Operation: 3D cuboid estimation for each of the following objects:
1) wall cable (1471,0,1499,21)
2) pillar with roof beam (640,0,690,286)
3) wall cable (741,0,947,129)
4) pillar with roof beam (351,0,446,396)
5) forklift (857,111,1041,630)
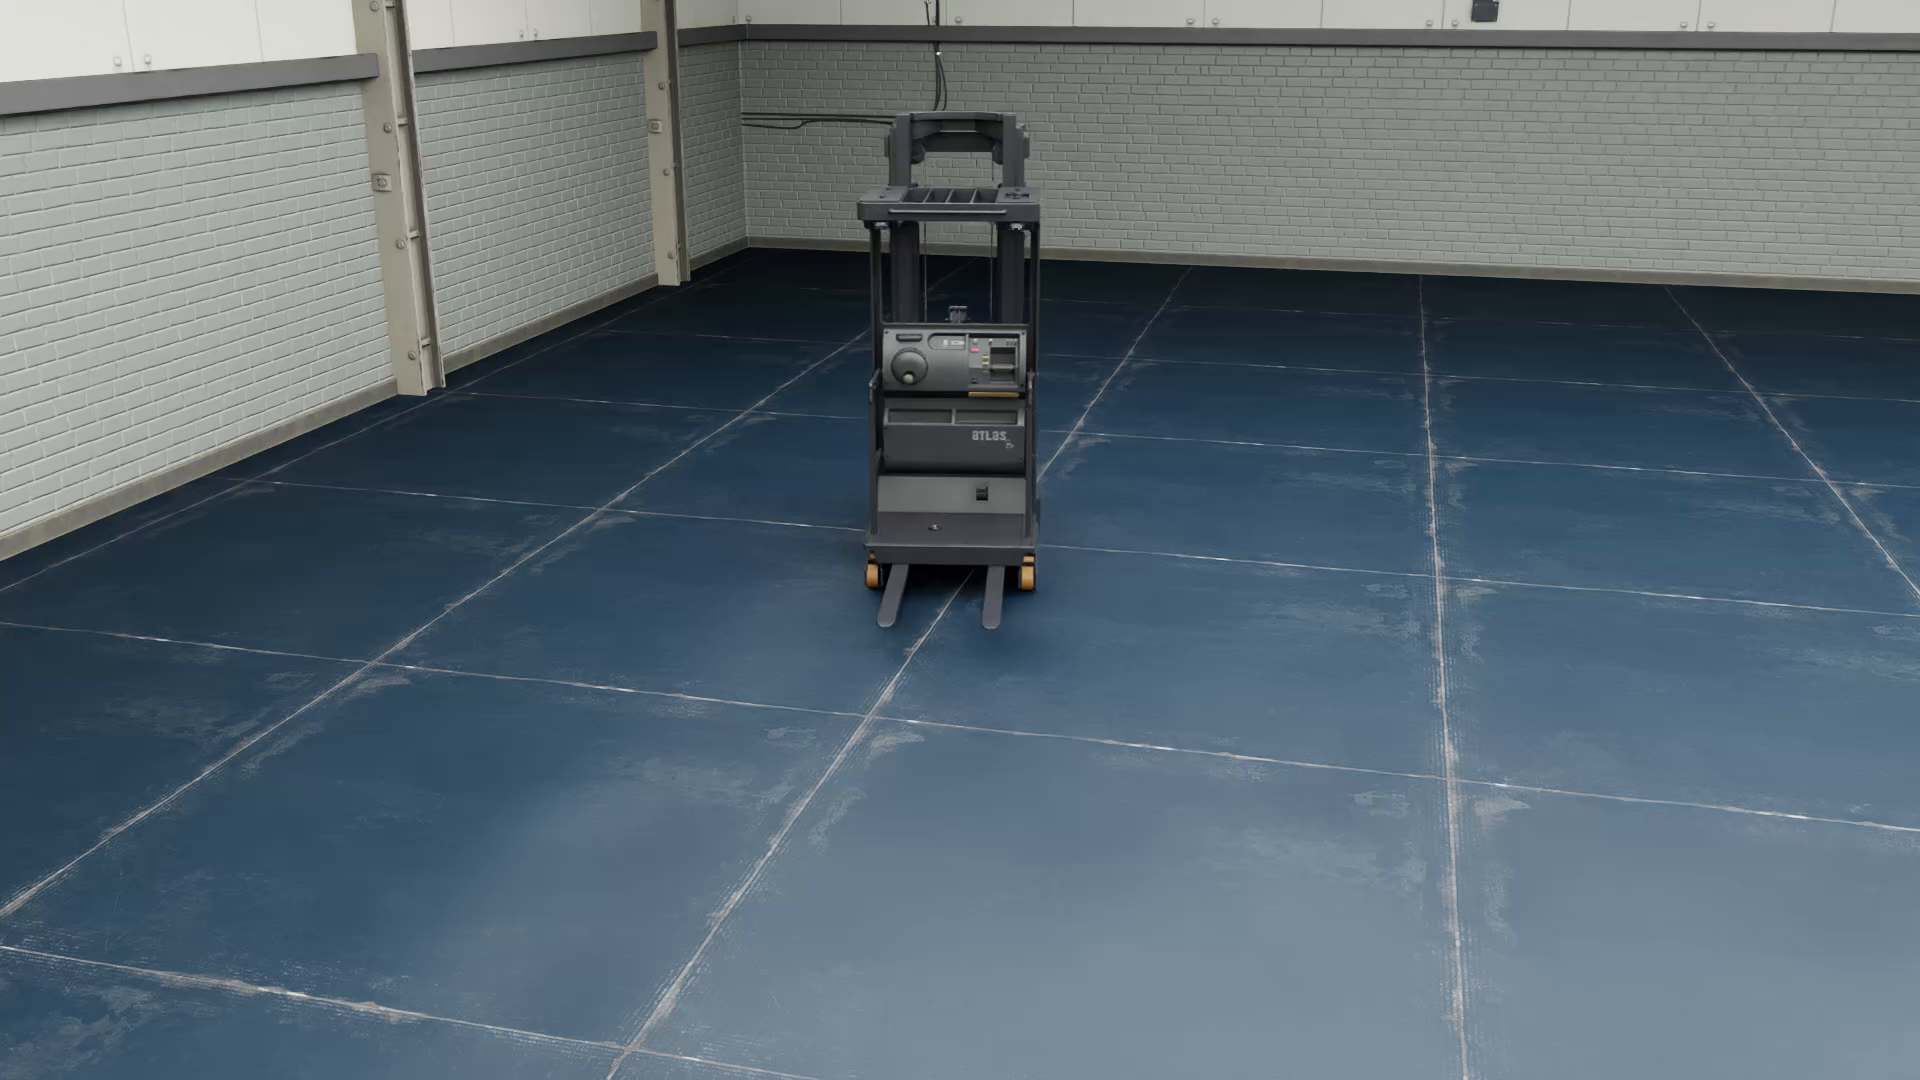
[{"bbox_3d":[7.519,-9.245,19.572,2.305,6.003,0.169,5,19,13],"label":"wall cable"},{"bbox_3d":[0.489,-7.232,18.938,9.100,9.000,0.400,5,19,13],"label":"pillar with roof beam"},{"bbox_3d":[-1.683,-6.921,22.833,3.097,2.526,0.112,5,19,13],"label":"wall cable"},{"bbox_3d":[-0.977,-5.351,13.433,9.100,9.000,0.400,5,19,13],"label":"pillar with roof beam"},{"bbox_3d":[-0.045,-1.163,10.559,1.130,2.935,3.031,1,19,3],"label":"forklift"}]
